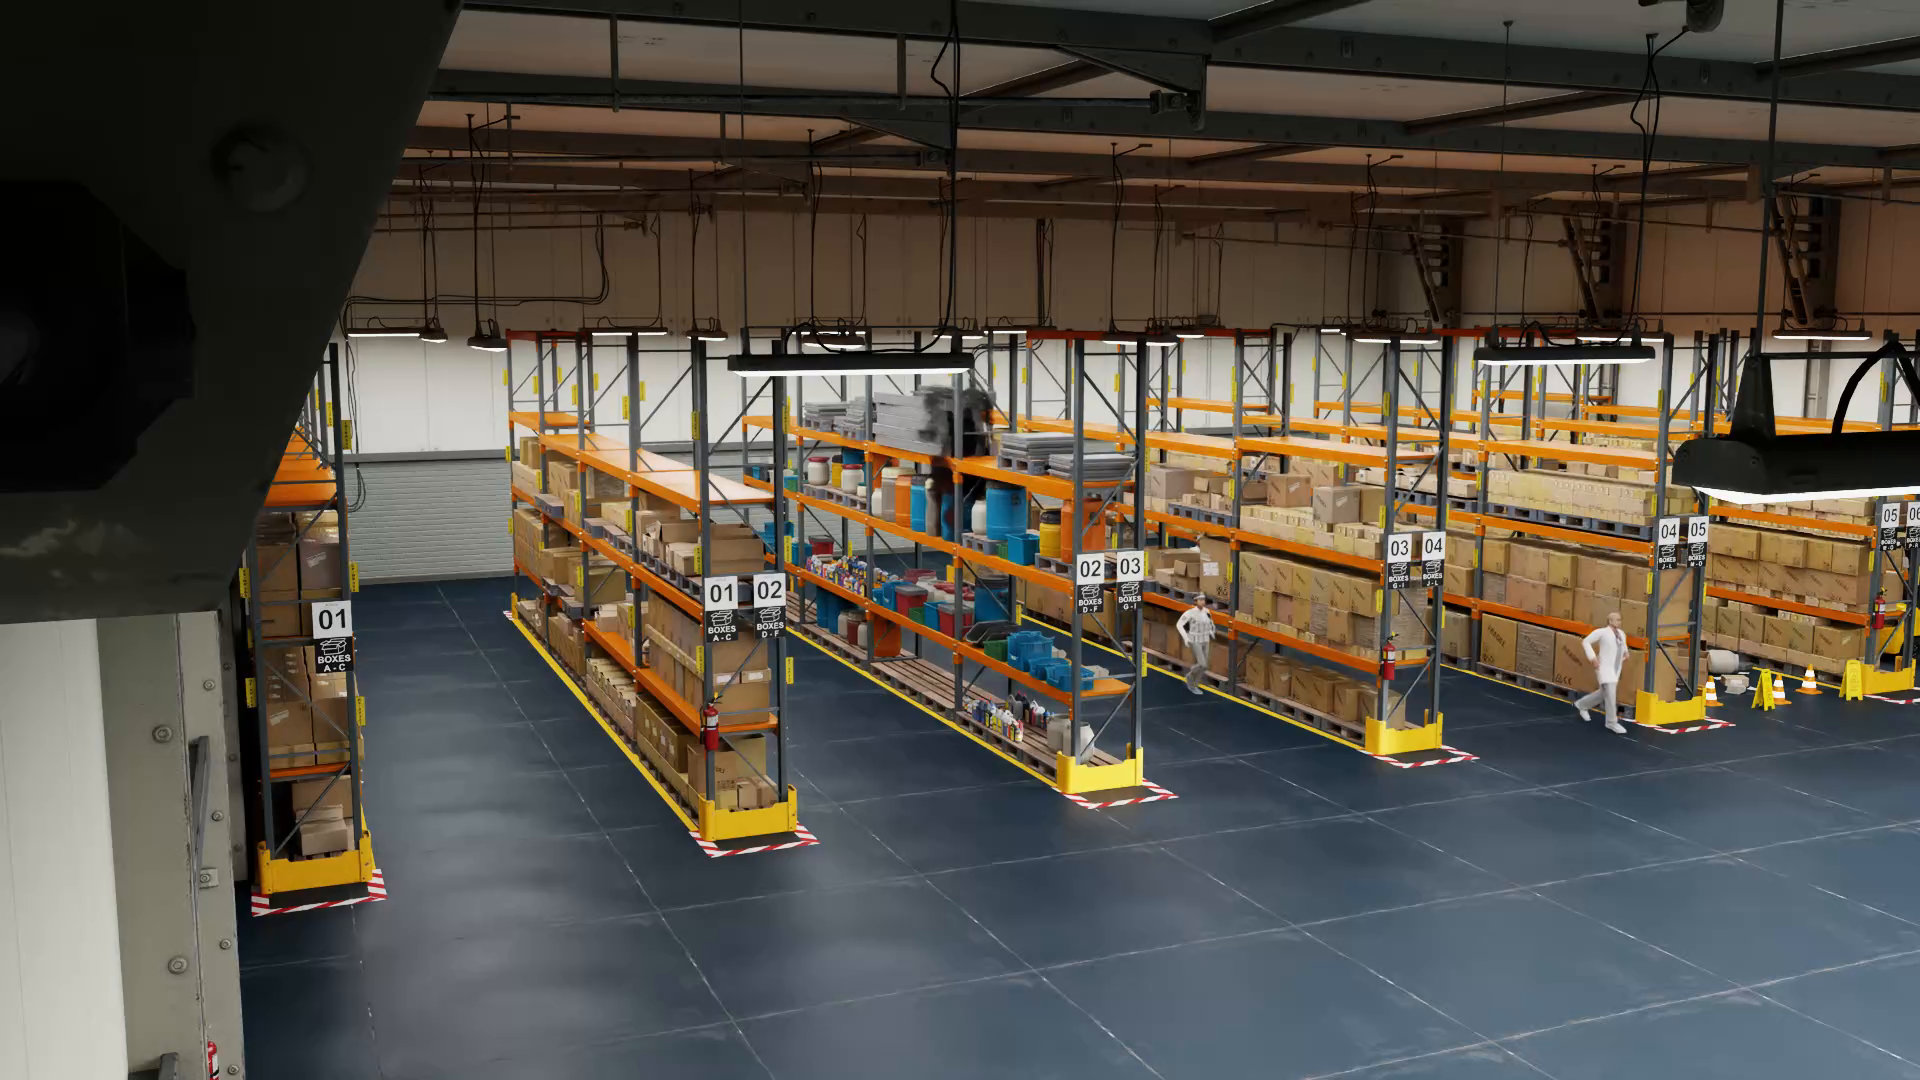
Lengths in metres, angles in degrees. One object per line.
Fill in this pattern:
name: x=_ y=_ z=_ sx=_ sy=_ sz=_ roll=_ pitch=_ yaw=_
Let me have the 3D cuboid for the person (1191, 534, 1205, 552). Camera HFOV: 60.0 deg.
person: x=5.145 y=0.685 z=35.587 sx=0.593 sy=1.654 sz=0.672 roll=-3 pitch=8 yaw=-22

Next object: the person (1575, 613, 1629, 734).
person: x=9.941 y=1.985 z=25.482 sx=0.722 sy=1.757 sz=1.050 roll=-4 pitch=9 yaw=-30

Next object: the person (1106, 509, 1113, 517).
person: x=3.633 y=-0.035 z=41.134 sx=0.801 sy=1.602 sz=0.647 roll=-8 pitch=11 yaw=-44

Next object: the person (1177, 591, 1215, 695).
person: x=3.817 y=1.638 z=26.385 sx=0.615 sy=1.673 sz=0.521 roll=-4 pitch=9 yaw=-28
